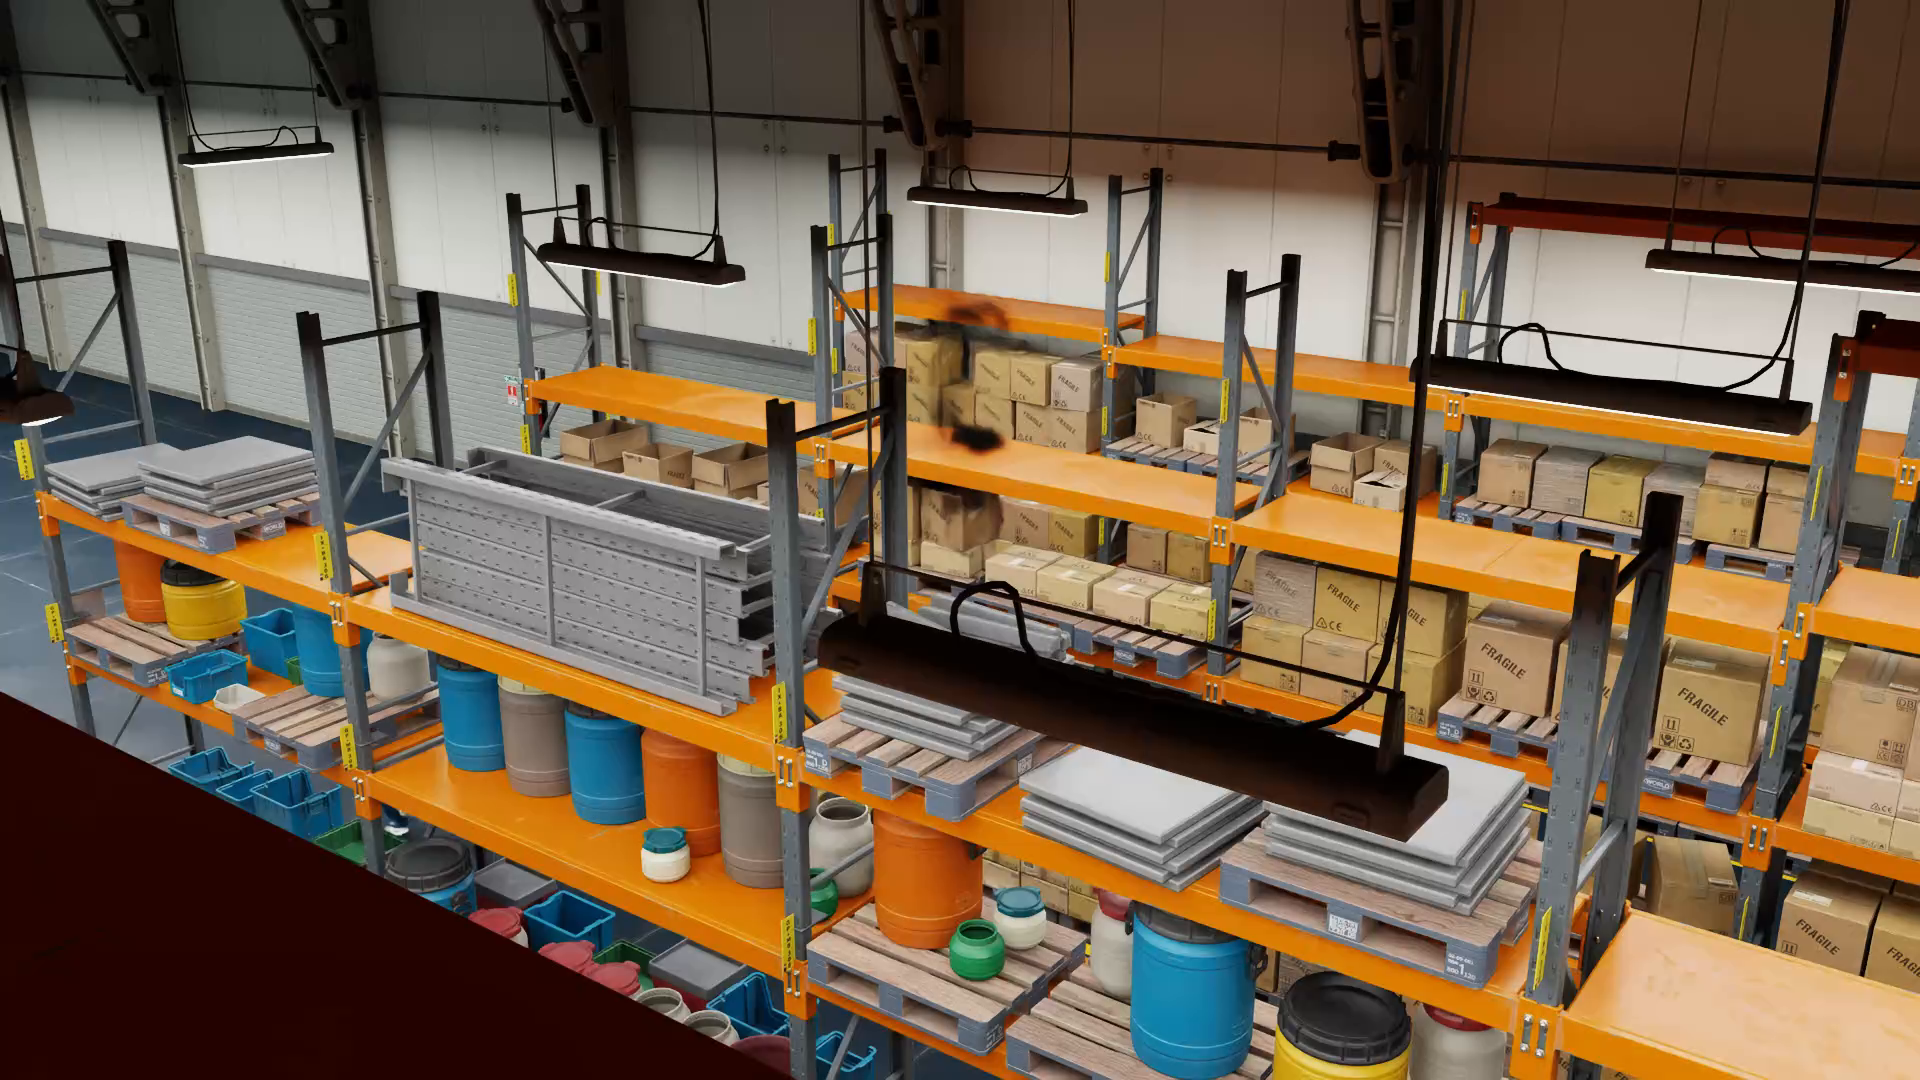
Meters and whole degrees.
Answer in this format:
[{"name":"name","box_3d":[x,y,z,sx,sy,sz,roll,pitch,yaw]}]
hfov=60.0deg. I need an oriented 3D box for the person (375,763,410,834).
[{"name":"person","box_3d":[-5.721,2.176,16.183,0.588,1.541,0.511,4,19,11]}]
